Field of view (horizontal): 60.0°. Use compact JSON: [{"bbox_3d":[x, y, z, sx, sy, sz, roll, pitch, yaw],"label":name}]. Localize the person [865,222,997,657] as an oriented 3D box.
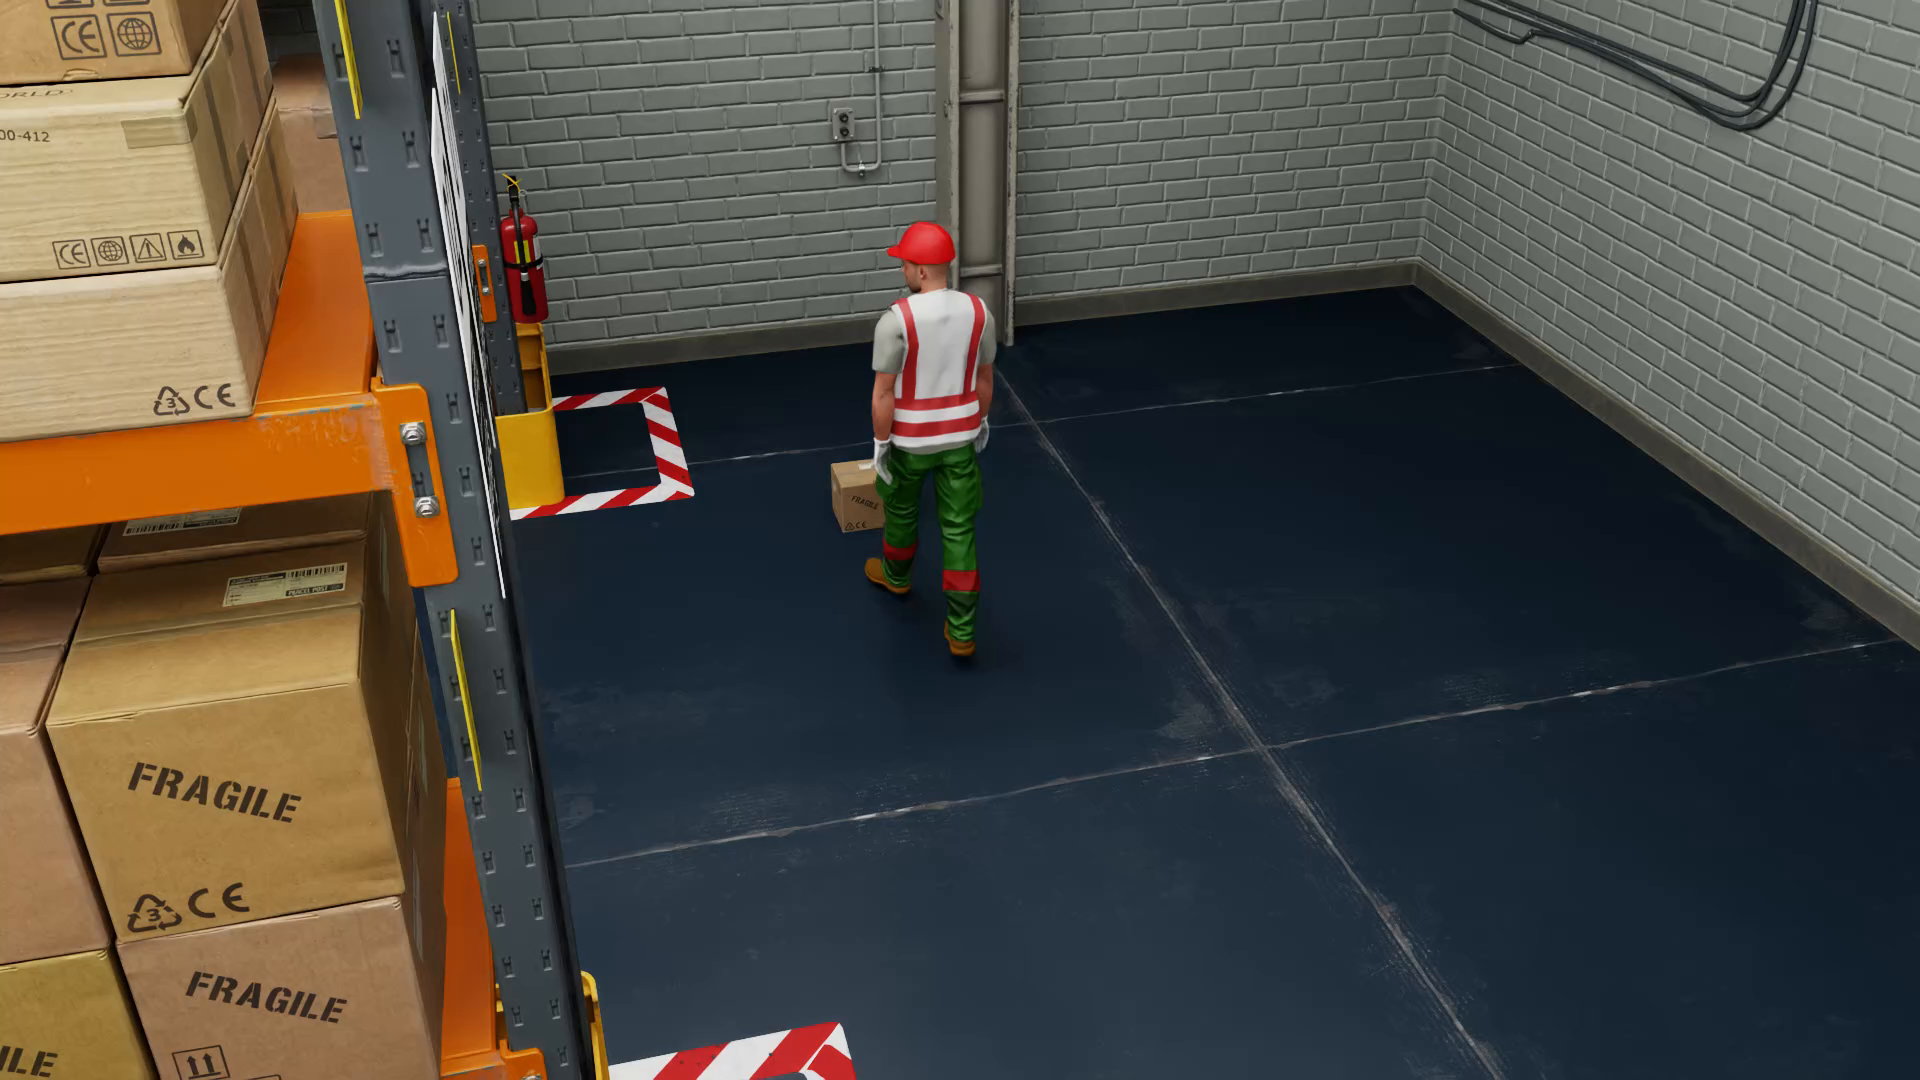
[{"bbox_3d":[-0.119,-0.450,6.859,0.548,1.748,0.880,-8,31,-13],"label":"person"}]
